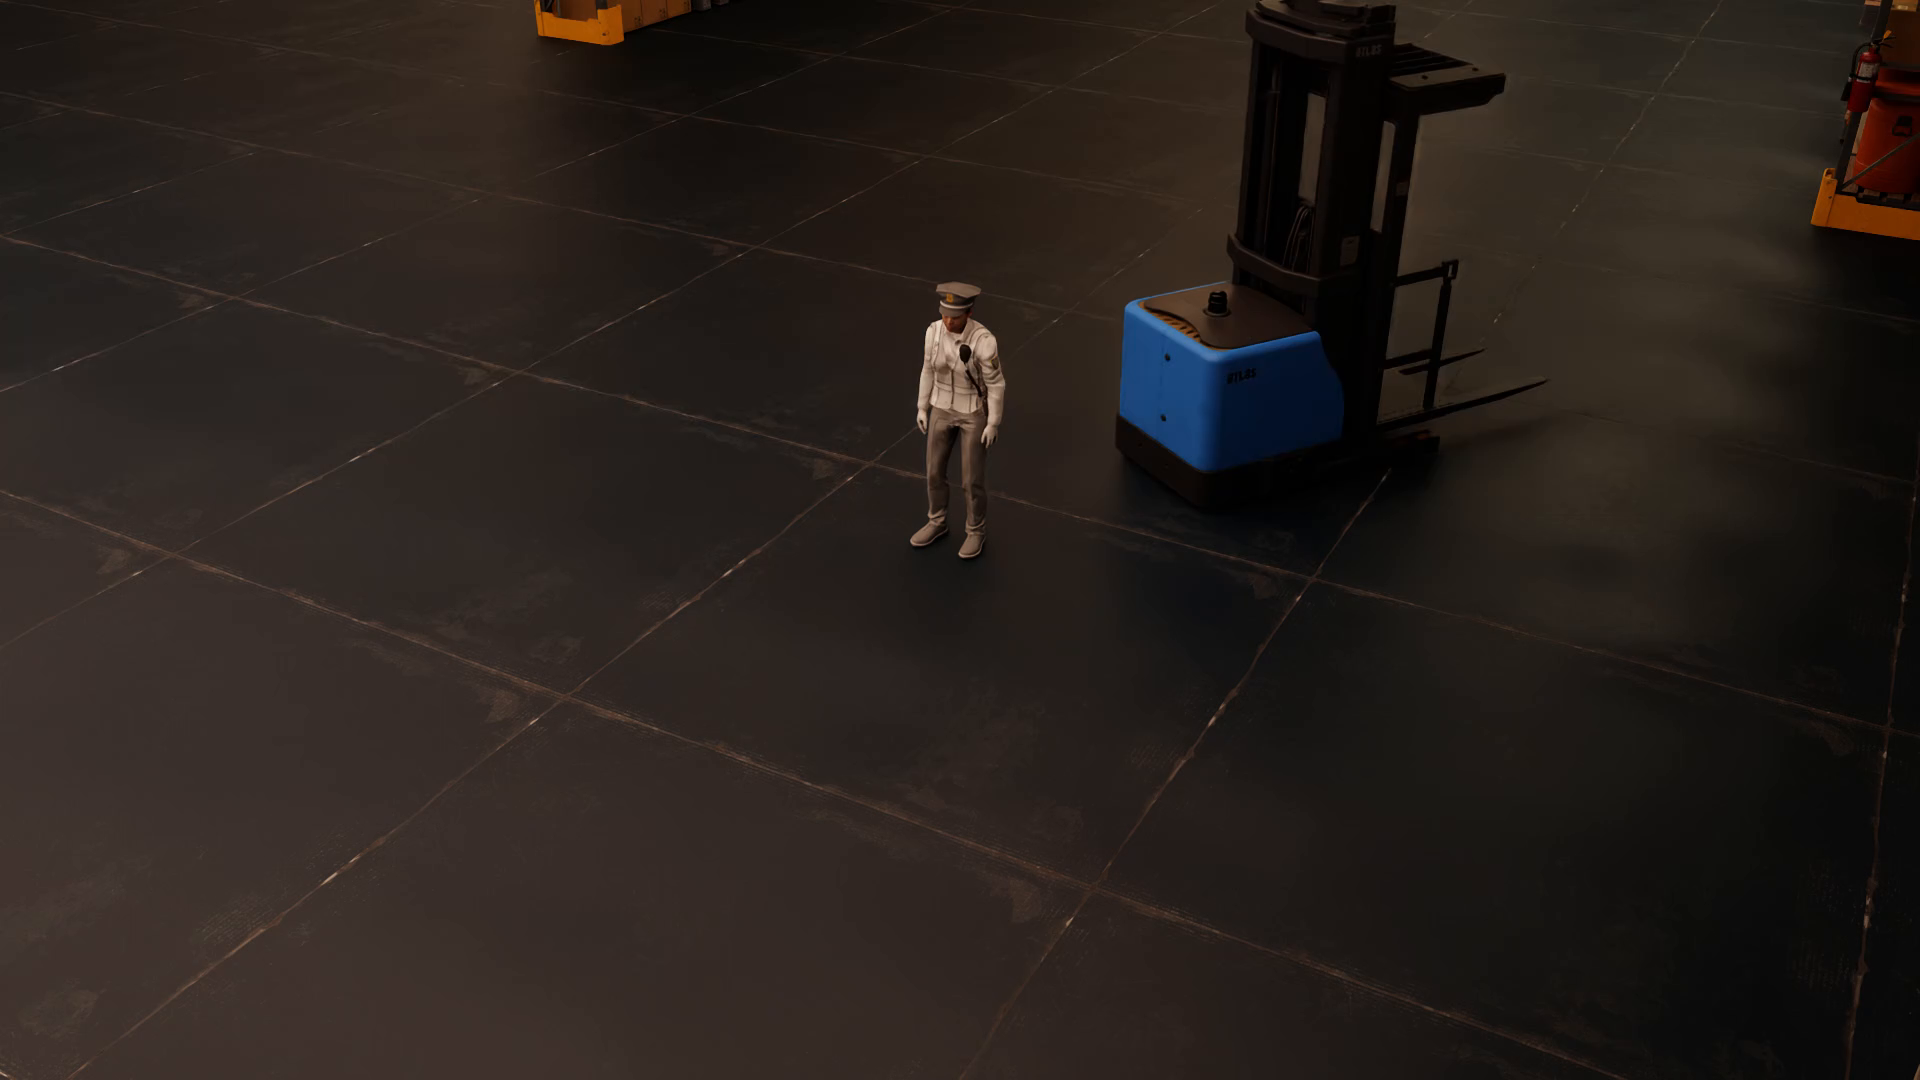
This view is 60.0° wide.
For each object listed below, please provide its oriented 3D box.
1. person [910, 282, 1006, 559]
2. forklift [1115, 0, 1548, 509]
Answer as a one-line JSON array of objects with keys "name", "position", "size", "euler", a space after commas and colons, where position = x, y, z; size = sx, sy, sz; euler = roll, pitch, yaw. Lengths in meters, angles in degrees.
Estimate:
[{"name": "person", "position": [-0.005, -0.704, 9.561], "size": [0.529, 1.663, 0.372], "euler": [14, 33, 23]}, {"name": "forklift", "position": [2.565, -1.975, 10.493], "size": [3.031, 2.935, 1.130], "euler": [-15, 33, -24]}]
